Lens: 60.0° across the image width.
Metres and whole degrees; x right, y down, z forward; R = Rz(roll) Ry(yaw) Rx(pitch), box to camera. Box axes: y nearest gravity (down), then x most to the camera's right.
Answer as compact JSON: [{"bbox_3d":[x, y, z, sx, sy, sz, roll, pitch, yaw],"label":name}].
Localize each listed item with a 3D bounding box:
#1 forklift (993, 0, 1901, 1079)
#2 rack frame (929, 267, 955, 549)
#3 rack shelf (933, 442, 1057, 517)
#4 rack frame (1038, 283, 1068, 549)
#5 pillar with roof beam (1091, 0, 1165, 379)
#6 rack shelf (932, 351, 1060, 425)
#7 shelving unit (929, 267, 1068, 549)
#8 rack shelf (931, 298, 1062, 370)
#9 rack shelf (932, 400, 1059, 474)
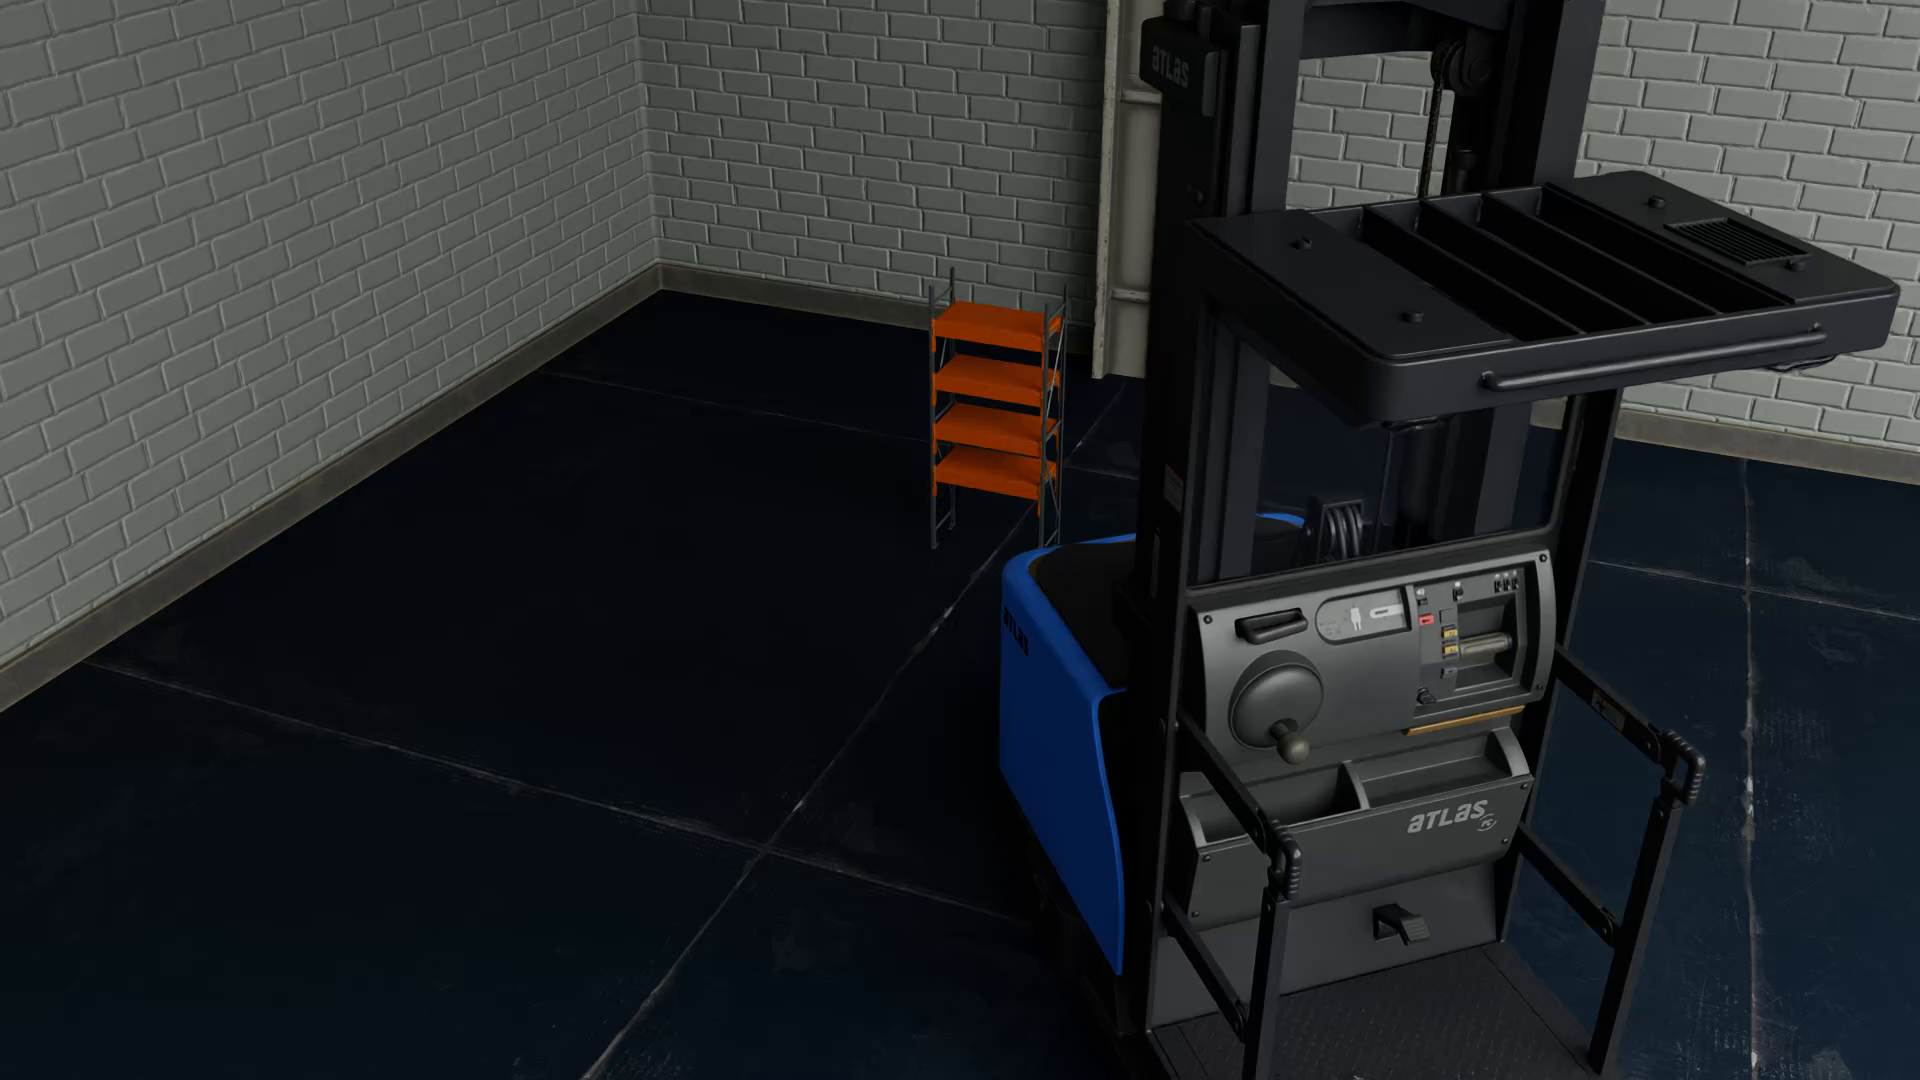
[{"bbox_3d":[1.052,0.313,3.717,1.130,2.935,3.031,-9,31,-16],"label":"forklift"},{"bbox_3d":[-0.073,-0.537,6.980,0.015,1.200,0.240,11,31,19],"label":"rack frame"},{"bbox_3d":[0.153,-0.260,7.031,0.480,0.148,0.258,11,31,19],"label":"rack shelf"},{"bbox_3d":[0.379,-0.447,6.821,0.015,1.200,0.240,11,31,19],"label":"rack frame"},{"bbox_3d":[-0.688,-2.845,3.139,0.400,9.000,9.100,11,31,19],"label":"pillar with roof beam"},{"bbox_3d":[0.153,-0.628,6.824,0.480,0.148,0.258,11,31,19],"label":"rack shelf"},{"bbox_3d":[0.153,-0.492,6.901,0.503,1.200,0.258,11,31,19],"label":"shelving unit"},{"bbox_3d":[0.153,-0.834,6.707,0.480,0.148,0.258,11,31,19],"label":"rack shelf"},{"bbox_3d":[0.153,-0.433,6.934,0.480,0.148,0.258,11,31,19],"label":"rack shelf"}]
